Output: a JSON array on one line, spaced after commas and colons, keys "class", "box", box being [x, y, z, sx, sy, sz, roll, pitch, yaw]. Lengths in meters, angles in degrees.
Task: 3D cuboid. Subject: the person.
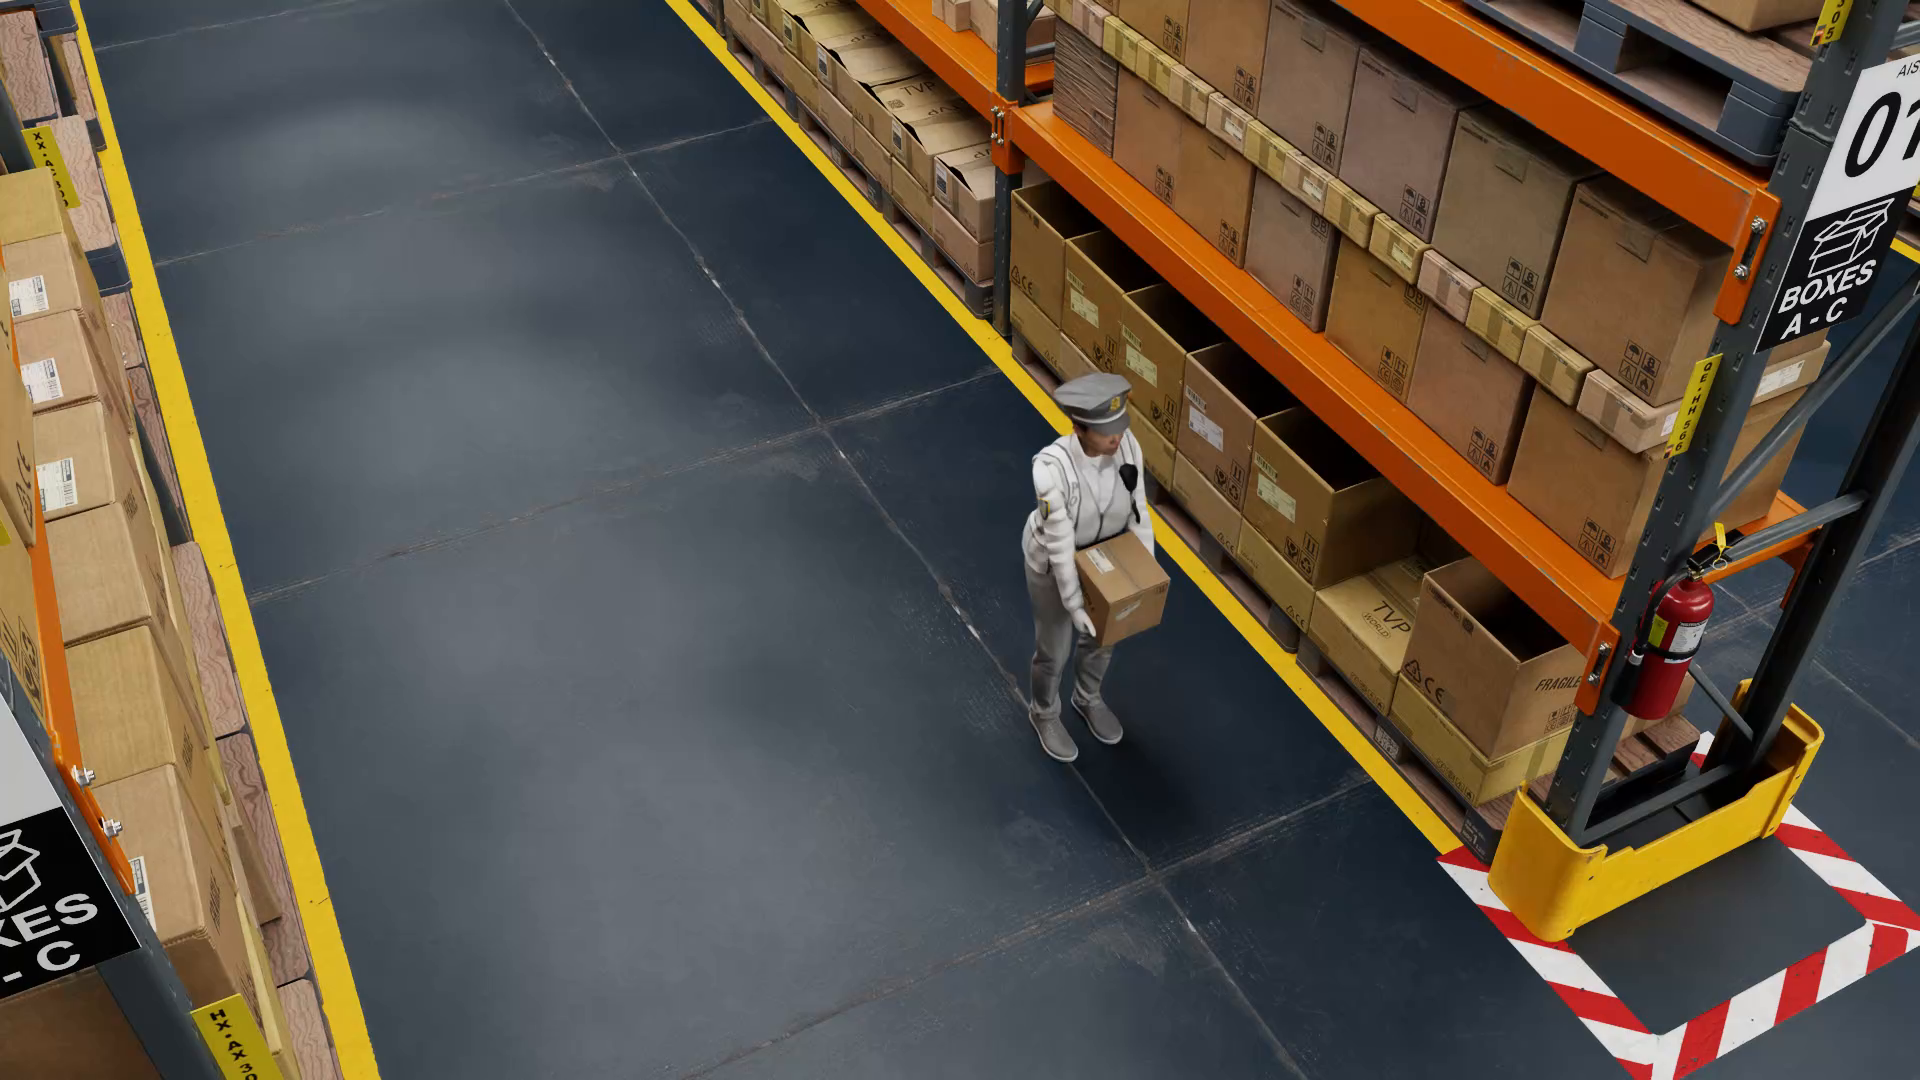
[{"class": "person", "box": [0.472, 0.127, 6.012, 0.416, 1.677, 0.535, -20, 45, -21]}]
